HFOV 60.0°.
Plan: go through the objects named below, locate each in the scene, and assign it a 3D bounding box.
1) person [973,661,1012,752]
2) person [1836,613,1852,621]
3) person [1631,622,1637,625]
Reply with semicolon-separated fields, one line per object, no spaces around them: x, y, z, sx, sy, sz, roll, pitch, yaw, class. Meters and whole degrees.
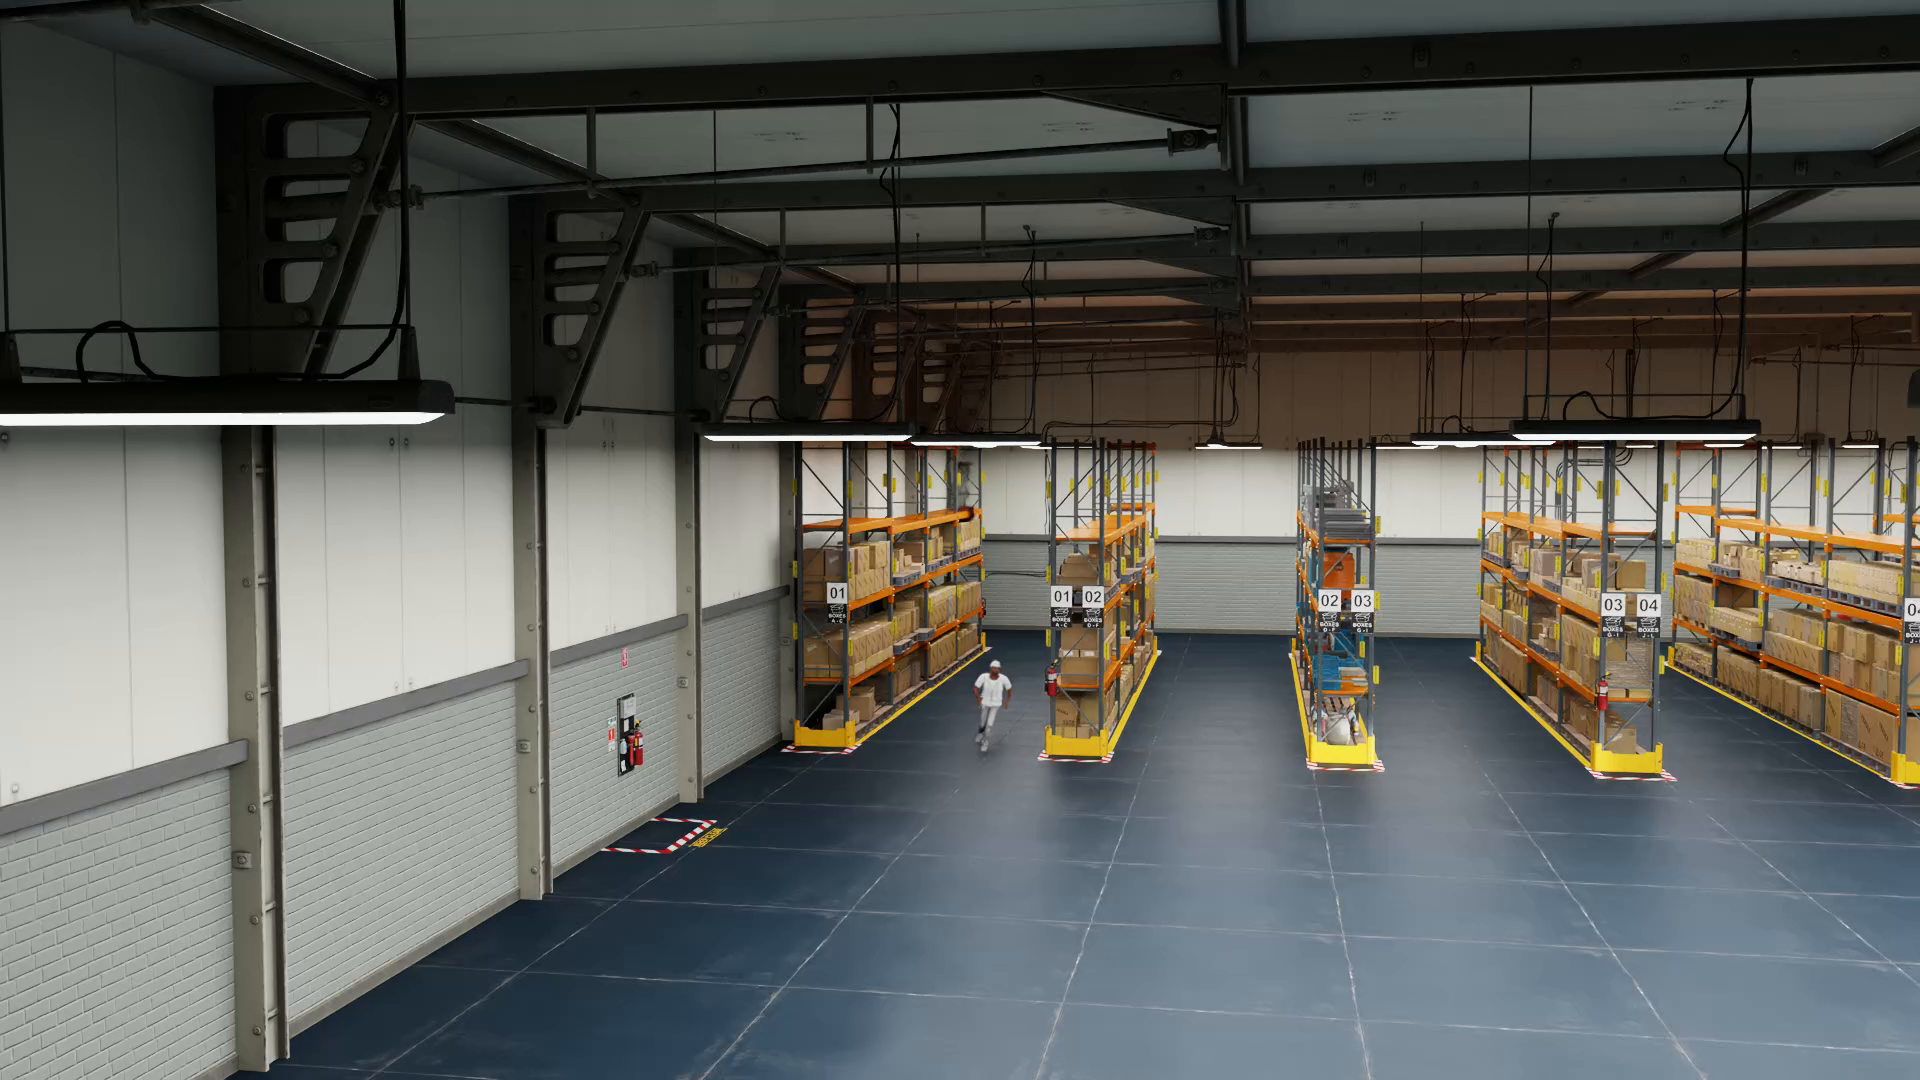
0.637;3.177;32.105;0.754;1.728;0.709;0;3;-1;person
23.893;2.492;45.053;0.726;1.760;0.634;0;3;0;person
17.574;2.673;42.926;0.686;1.547;0.665;1;3;14;person
